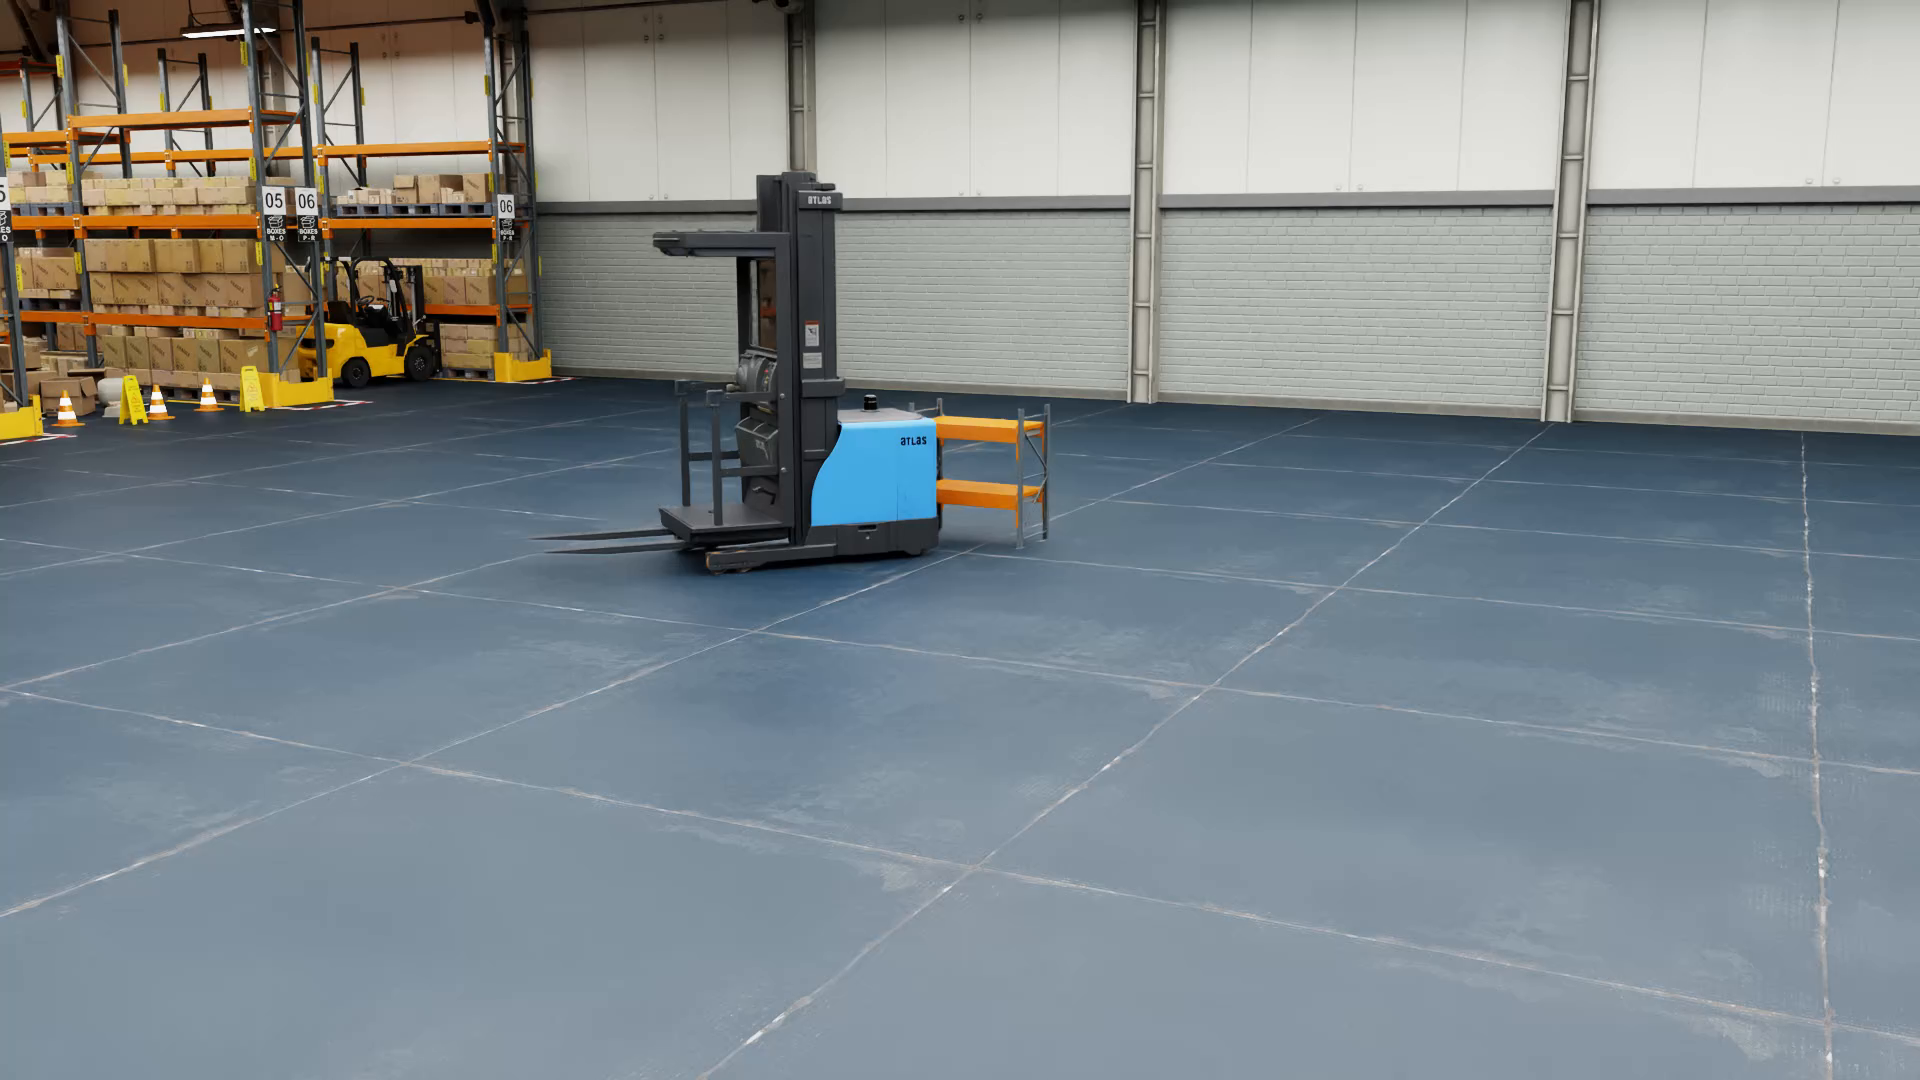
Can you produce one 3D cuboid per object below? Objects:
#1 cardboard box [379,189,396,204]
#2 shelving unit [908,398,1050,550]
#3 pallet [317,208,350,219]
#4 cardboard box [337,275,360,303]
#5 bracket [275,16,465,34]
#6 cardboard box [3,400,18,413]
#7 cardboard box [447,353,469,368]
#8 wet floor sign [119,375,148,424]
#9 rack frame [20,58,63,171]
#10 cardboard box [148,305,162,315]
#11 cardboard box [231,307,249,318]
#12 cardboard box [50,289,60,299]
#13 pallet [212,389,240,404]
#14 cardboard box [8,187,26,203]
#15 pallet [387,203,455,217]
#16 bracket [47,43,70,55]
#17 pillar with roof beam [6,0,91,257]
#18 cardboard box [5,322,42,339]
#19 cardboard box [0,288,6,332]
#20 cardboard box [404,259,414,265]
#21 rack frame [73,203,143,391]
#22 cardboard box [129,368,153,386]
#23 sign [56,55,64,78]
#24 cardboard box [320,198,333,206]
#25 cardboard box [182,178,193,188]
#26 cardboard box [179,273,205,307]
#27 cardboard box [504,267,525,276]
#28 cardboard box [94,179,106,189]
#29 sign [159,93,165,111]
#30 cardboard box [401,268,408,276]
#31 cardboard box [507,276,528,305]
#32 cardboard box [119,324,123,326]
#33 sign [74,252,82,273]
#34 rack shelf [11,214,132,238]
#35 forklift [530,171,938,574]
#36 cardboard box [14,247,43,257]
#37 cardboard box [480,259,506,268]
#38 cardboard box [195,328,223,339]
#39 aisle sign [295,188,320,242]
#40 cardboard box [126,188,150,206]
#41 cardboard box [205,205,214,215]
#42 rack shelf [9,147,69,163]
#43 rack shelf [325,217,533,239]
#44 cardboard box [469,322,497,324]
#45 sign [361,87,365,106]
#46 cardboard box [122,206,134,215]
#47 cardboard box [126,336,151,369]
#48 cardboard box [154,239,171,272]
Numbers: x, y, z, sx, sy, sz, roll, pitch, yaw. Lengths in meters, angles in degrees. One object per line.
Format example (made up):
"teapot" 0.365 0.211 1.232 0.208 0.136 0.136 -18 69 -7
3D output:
"cardboard box" -10.142 -6.142 29.738 0.258 0.266 0.396 5 11 24
"shelving unit" 0.154 -0.559 13.663 1.048 1.125 0.538 6 12 30
"pallet" -12.135 -6.091 31.076 1.217 0.209 0.805 5 11 24
"cardboard box" -11.056 -4.614 30.521 0.500 0.500 0.500 5 11 24
"bracket" -10.817 -9.427 30.445 4.783 0.066 0.076 5 11 26
"cardboard box" -13.275 -1.863 23.280 0.258 0.266 0.396 7 13 36
"cardboard box" -8.754 -3.207 29.570 0.500 0.250 0.500 5 11 26
"wet floor sign" -11.142 -1.890 22.363 0.232 0.644 0.267 3 11 16
"rack frame" -18.513 -8.224 33.903 0.127 3.000 1.000 5 11 26
"cardboard box" -12.248 -3.547 25.609 0.250 0.149 0.380 5 11 26
"cardboard box" -10.651 -3.407 24.839 0.250 0.149 0.380 5 11 25
"cardboard box" -14.344 -3.952 26.668 0.250 0.149 0.380 5 11 24
"pallet" -10.725 -2.237 25.497 1.213 0.211 1.003 5 11 26
"cardboard box" -15.028 -5.561 26.855 0.500 0.250 0.500 5 11 27
"pallet" -9.472 -5.915 29.814 1.213 0.211 1.003 5 11 26
"bracket" -18.523 -10.105 34.187 0.430 0.232 0.235 5 11 26
"pillar with roof beam" -20.643 -7.735 31.202 0.548 9.000 9.100 5 11 26
"cardboard box" -19.913 -4.345 35.155 0.500 0.500 0.700 5 11 24
"cardboard box" -12.397 -2.831 20.526 0.550 0.550 0.875 5 11 26
"cardboard box" -9.762 -4.978 29.876 0.250 0.149 0.380 5 11 26
"rack frame" -13.532 -3.849 26.572 0.127 3.000 1.000 5 11 26
"cardboard box" -12.638 -2.572 26.062 0.500 0.250 0.500 6 12 29
"sign" -13.772 -7.249 25.448 0.005 0.325 0.100 5 11 26
"cardboard box" -12.013 -6.348 31.205 0.250 0.149 0.380 5 11 26
"cardboard box" -11.474 -5.375 25.048 0.250 0.149 0.380 5 11 24
"cardboard box" -11.447 -3.808 25.231 0.500 0.500 0.500 5 11 26
"cardboard box" -7.941 -4.763 29.522 0.250 0.149 0.380 5 11 24
"cardboard box" -13.147 -5.501 25.743 0.250 0.149 0.380 5 12 28
"sign" -15.157 -8.320 31.588 0.005 0.325 0.100 5 11 26
"cardboard box" -9.791 -4.818 29.825 0.250 0.149 0.380 5 11 25
"cardboard box" -8.073 -4.459 29.664 0.500 0.500 0.500 5 12 28
"cardboard box" -16.657 -4.360 33.416 0.250 0.149 0.380 4 11 23
"sign" -13.774 -4.329 25.977 0.005 0.325 0.100 5 11 26
"rack shelf" -15.325 -5.128 27.240 4.000 0.370 1.077 5 11 26
"forklift" -1.736 -1.295 12.655 3.031 2.935 1.130 -4 11 -23
"cardboard box" -15.527 -4.801 27.720 0.250 0.149 0.380 4 11 23
"cardboard box" -8.166 -4.836 29.089 0.250 0.149 0.380 5 11 26
"cardboard box" -11.361 -3.135 25.245 0.250 0.149 0.380 5 12 27
"aisle sign" -9.752 -4.857 24.845 0.004 0.787 0.394 5 11 26
"cardboard box" -12.348 -5.238 25.413 0.500 0.250 0.500 5 11 26
"cardboard box" -11.047 -4.941 24.888 0.250 0.149 0.380 5 11 26
"rack shelf" -20.306 -8.026 34.838 4.000 0.370 1.077 5 11 26
"rack shelf" -9.545 -5.606 29.880 4.000 0.370 1.077 5 11 26
"cardboard box" -8.548 -3.779 29.921 0.500 0.250 0.500 5 11 26
"sign" -11.071 -8.218 30.801 0.005 0.325 0.100 5 11 26
"cardboard box" -12.672 -5.080 25.657 0.250 0.149 0.380 5 12 28
"cardboard box" -12.637 -2.941 25.995 0.500 0.500 0.500 6 12 28
"cardboard box" -11.838 -4.353 25.434 0.500 0.500 0.700 5 11 25
